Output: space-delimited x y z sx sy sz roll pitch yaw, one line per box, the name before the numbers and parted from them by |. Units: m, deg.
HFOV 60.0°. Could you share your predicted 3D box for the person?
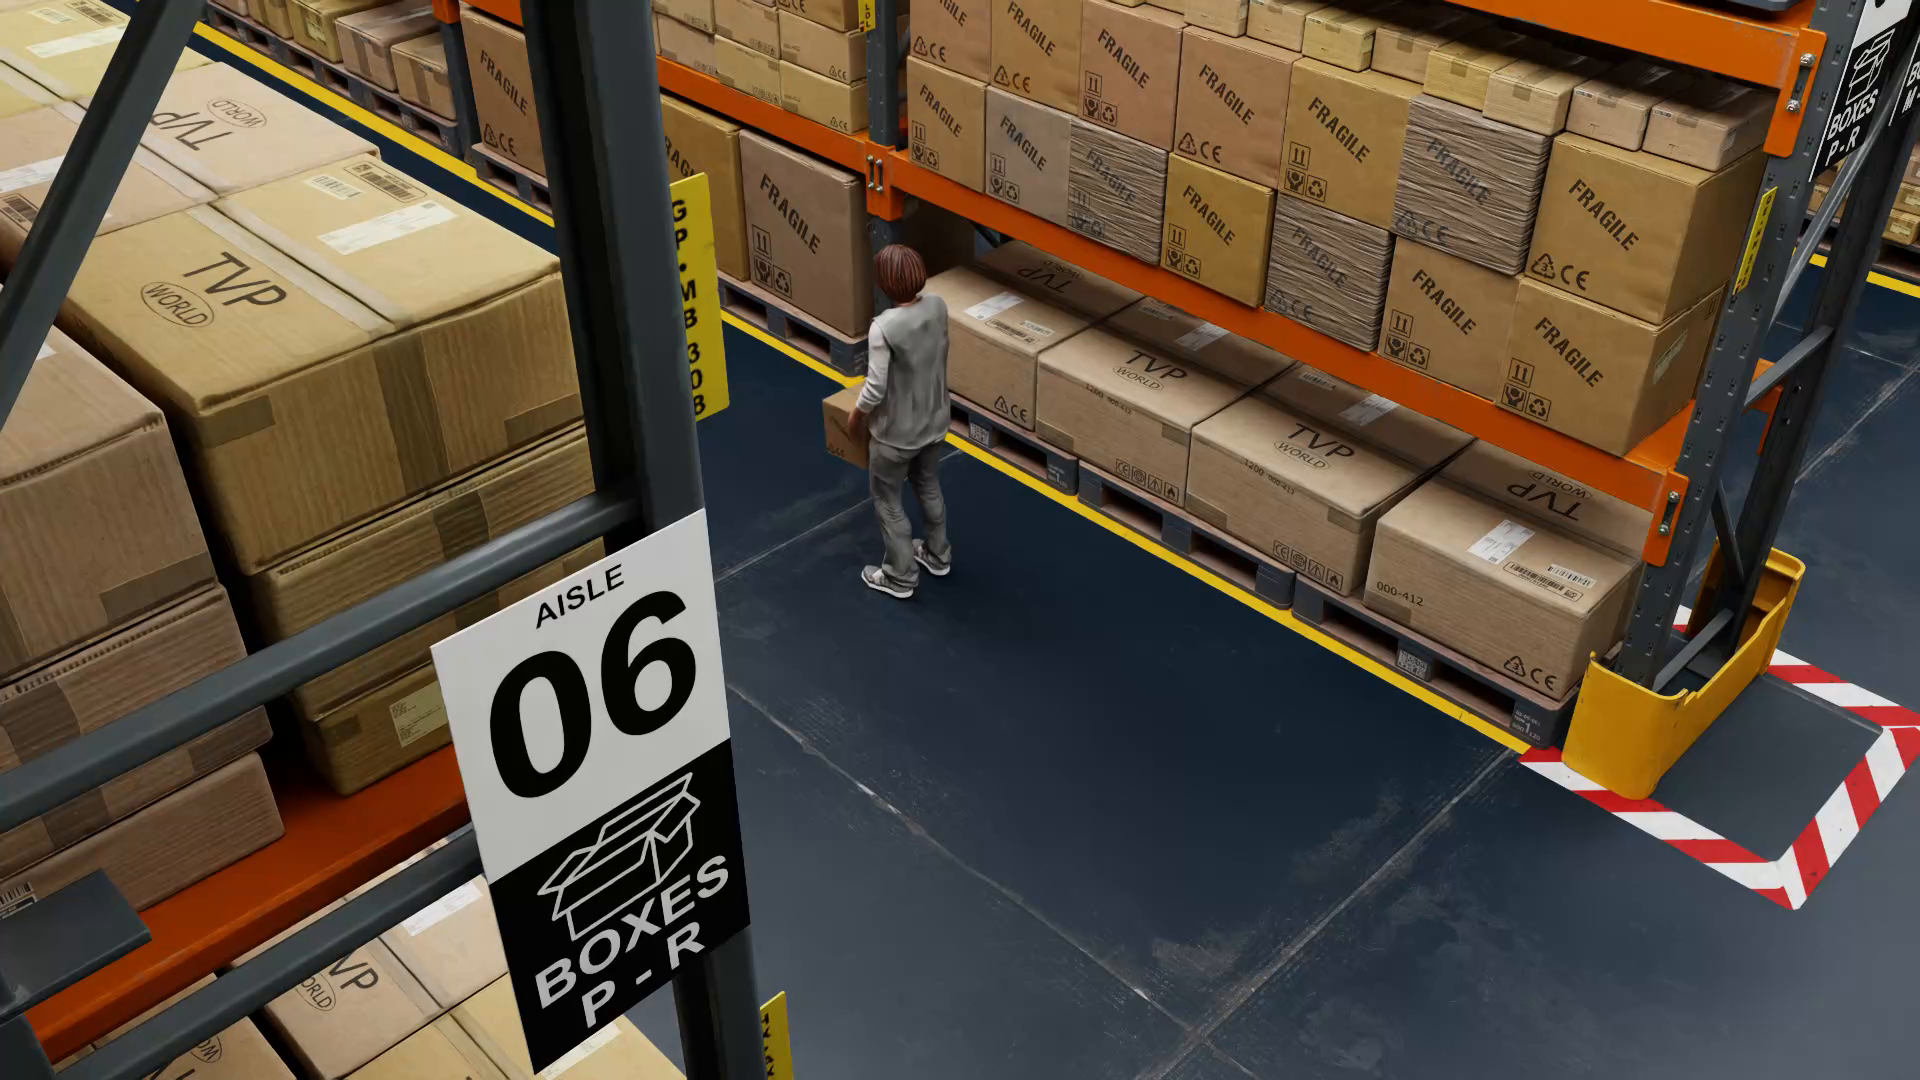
person | -0.234 -0.478 6.808 0.371 1.602 0.445 30 46 35
